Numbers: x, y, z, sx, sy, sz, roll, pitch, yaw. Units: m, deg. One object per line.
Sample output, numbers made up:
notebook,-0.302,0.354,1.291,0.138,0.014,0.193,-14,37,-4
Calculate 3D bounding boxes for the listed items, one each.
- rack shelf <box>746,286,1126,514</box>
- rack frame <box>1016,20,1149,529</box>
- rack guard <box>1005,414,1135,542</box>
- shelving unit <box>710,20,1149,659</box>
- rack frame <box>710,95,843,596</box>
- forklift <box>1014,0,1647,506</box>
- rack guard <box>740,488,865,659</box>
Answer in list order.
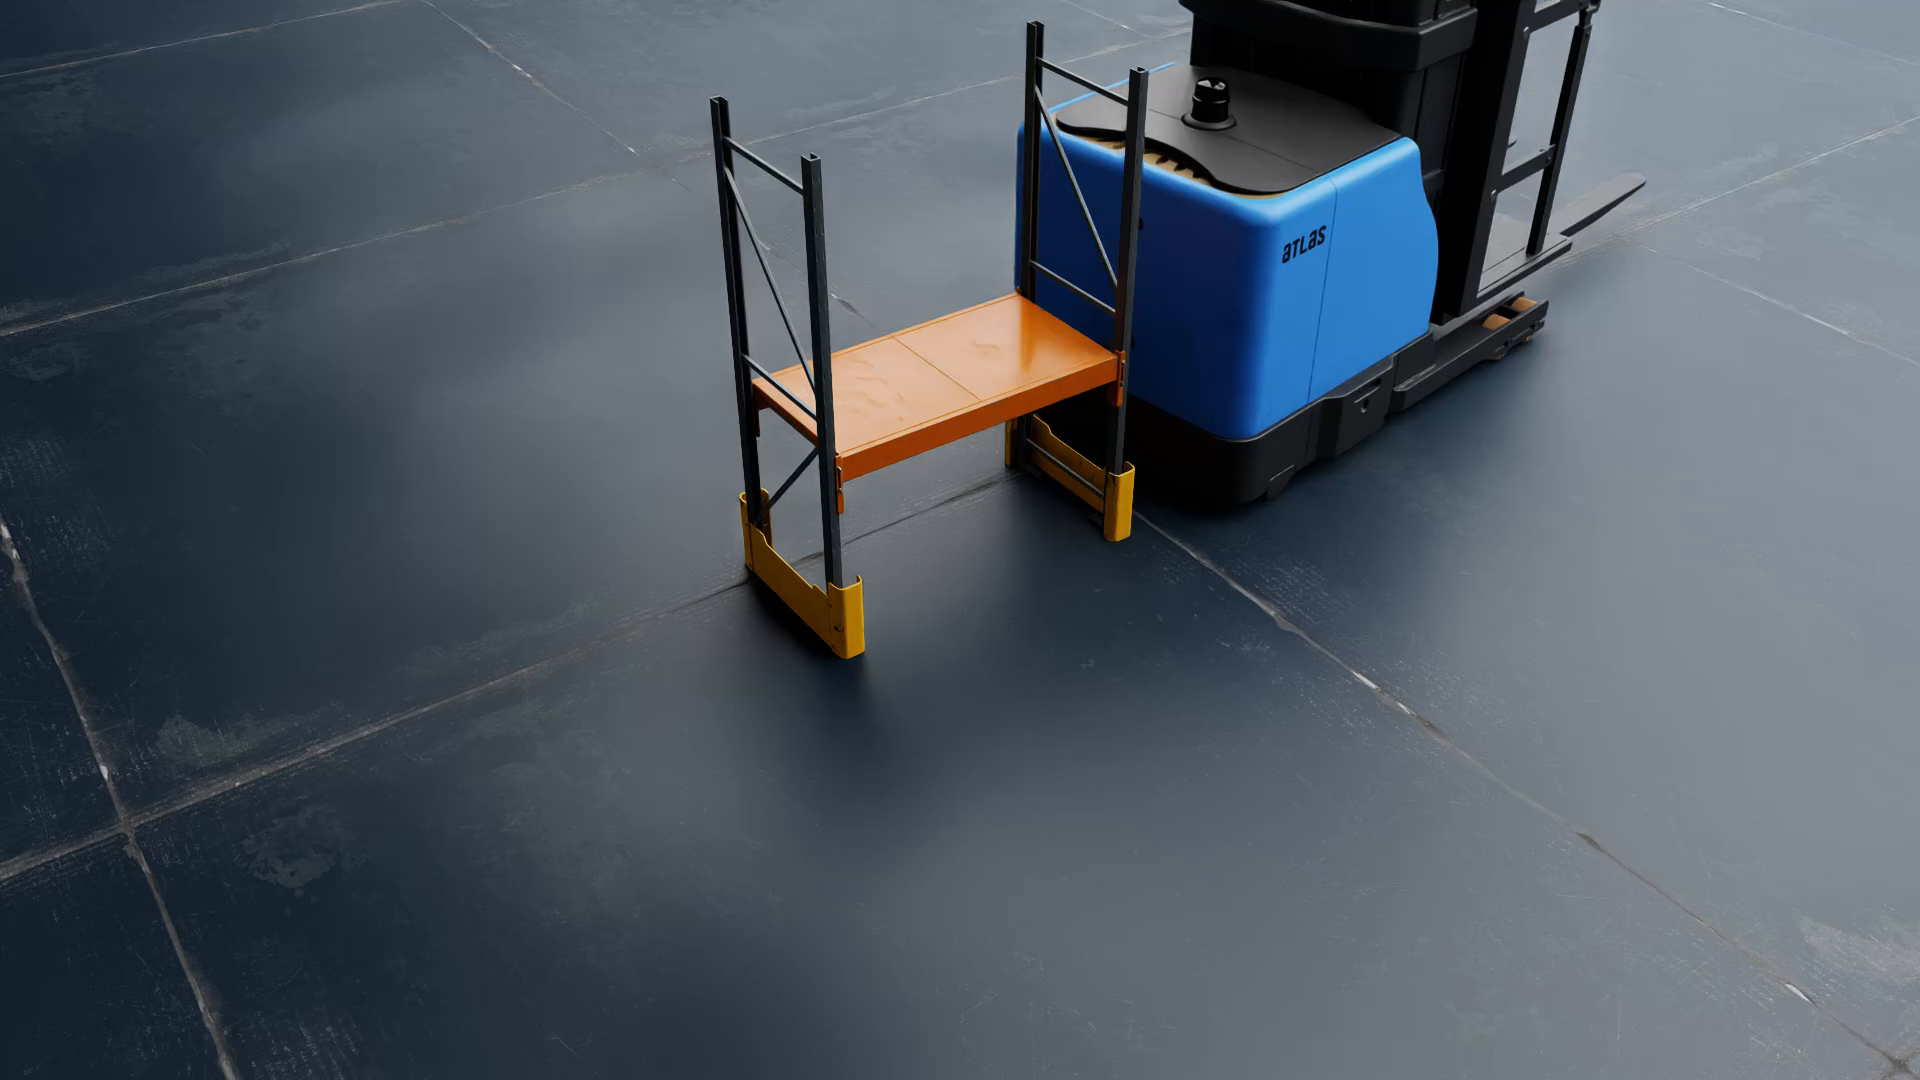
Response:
rack shelf,-0.070,-0.434,4.877,1.000,0.185,0.538,-22,41,-28
rack frame,0.346,-0.751,5.010,0.032,1.500,0.500,-22,41,-28
rack guard,0.345,-0.243,5.374,0.087,0.250,0.587,-22,41,-28
shelving unit,-0.062,-0.583,4.776,1.083,1.500,0.587,-22,41,-28
rack frame,-0.485,-0.409,4.534,0.032,1.500,0.500,-22,41,-28
forklift,1.572,-2.051,5.592,3.031,2.935,1.130,-30,45,-35
rack guard,-0.469,0.092,4.908,0.087,0.250,0.587,-22,41,-28
